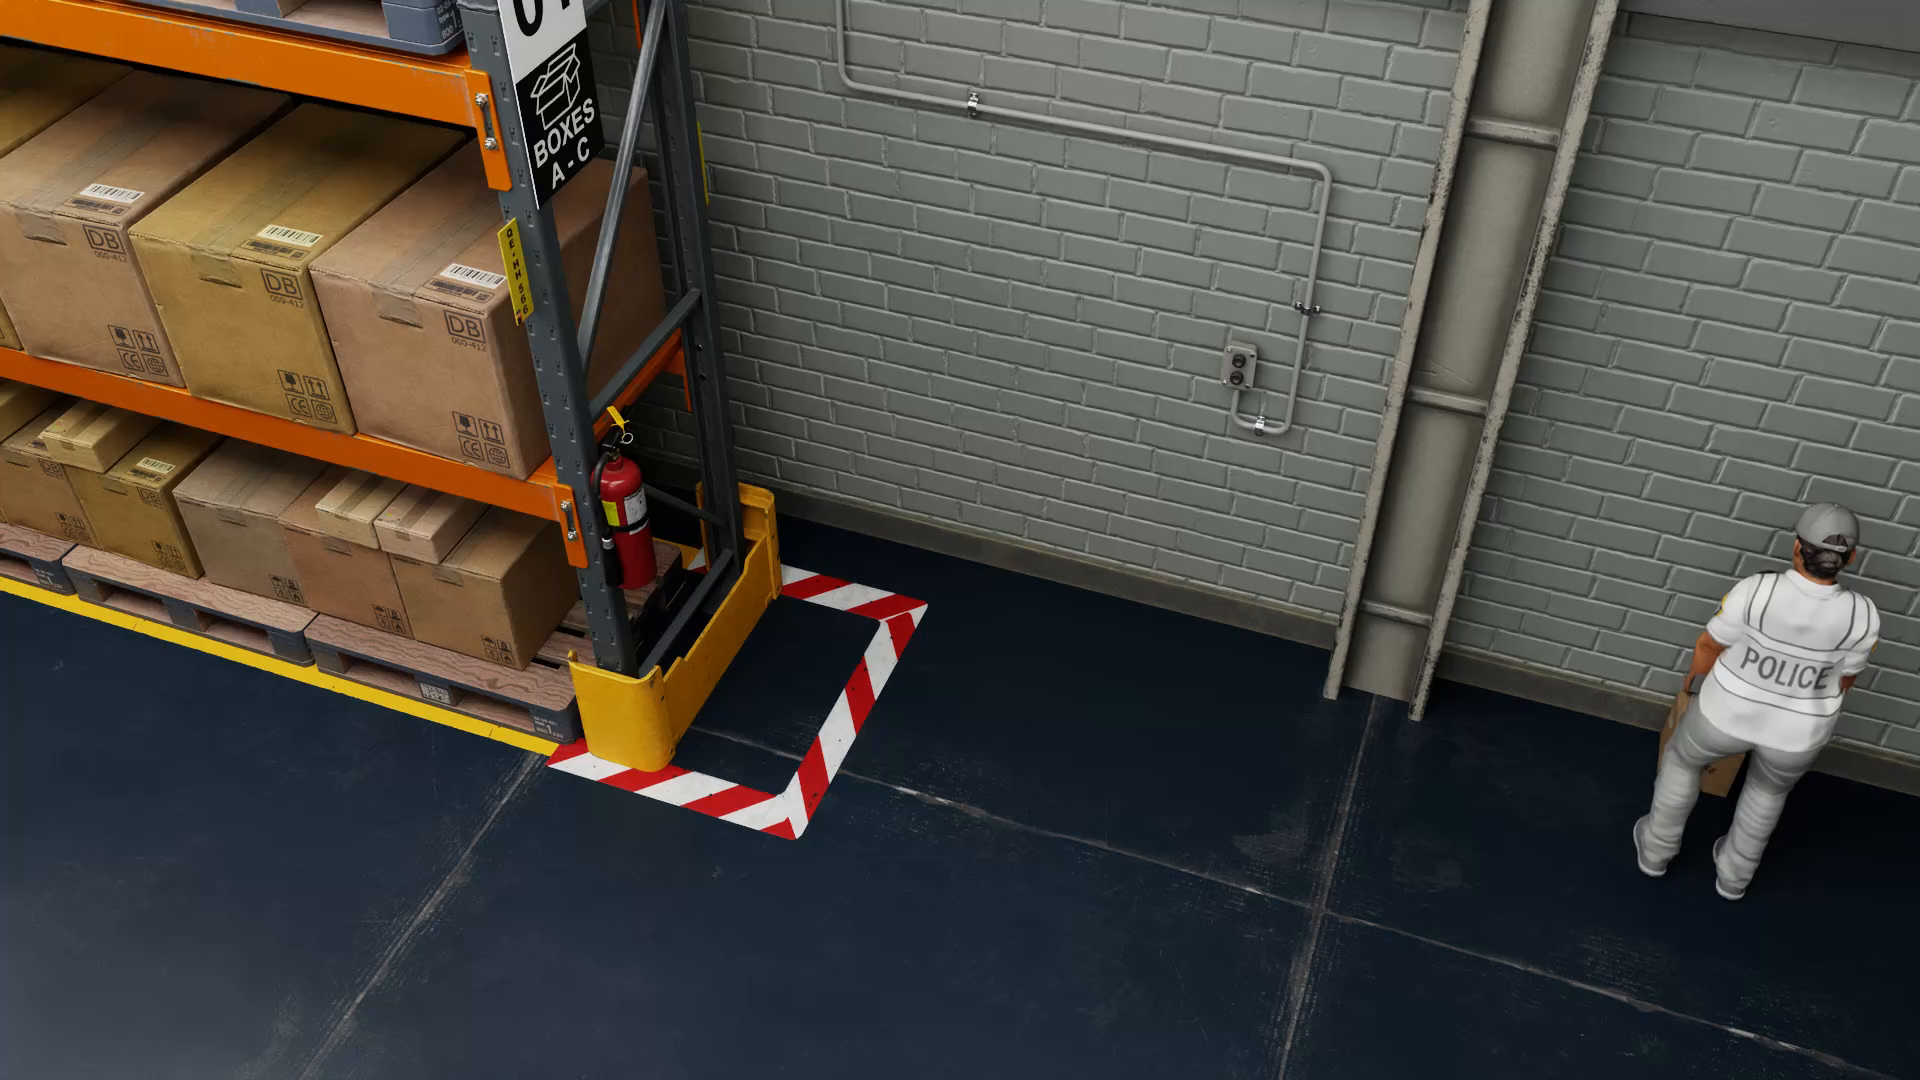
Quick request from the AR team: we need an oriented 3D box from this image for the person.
[{"bbox_3d":[2.646,0.562,5.555,0.483,1.645,0.428,15,44,16],"label":"person"}]
